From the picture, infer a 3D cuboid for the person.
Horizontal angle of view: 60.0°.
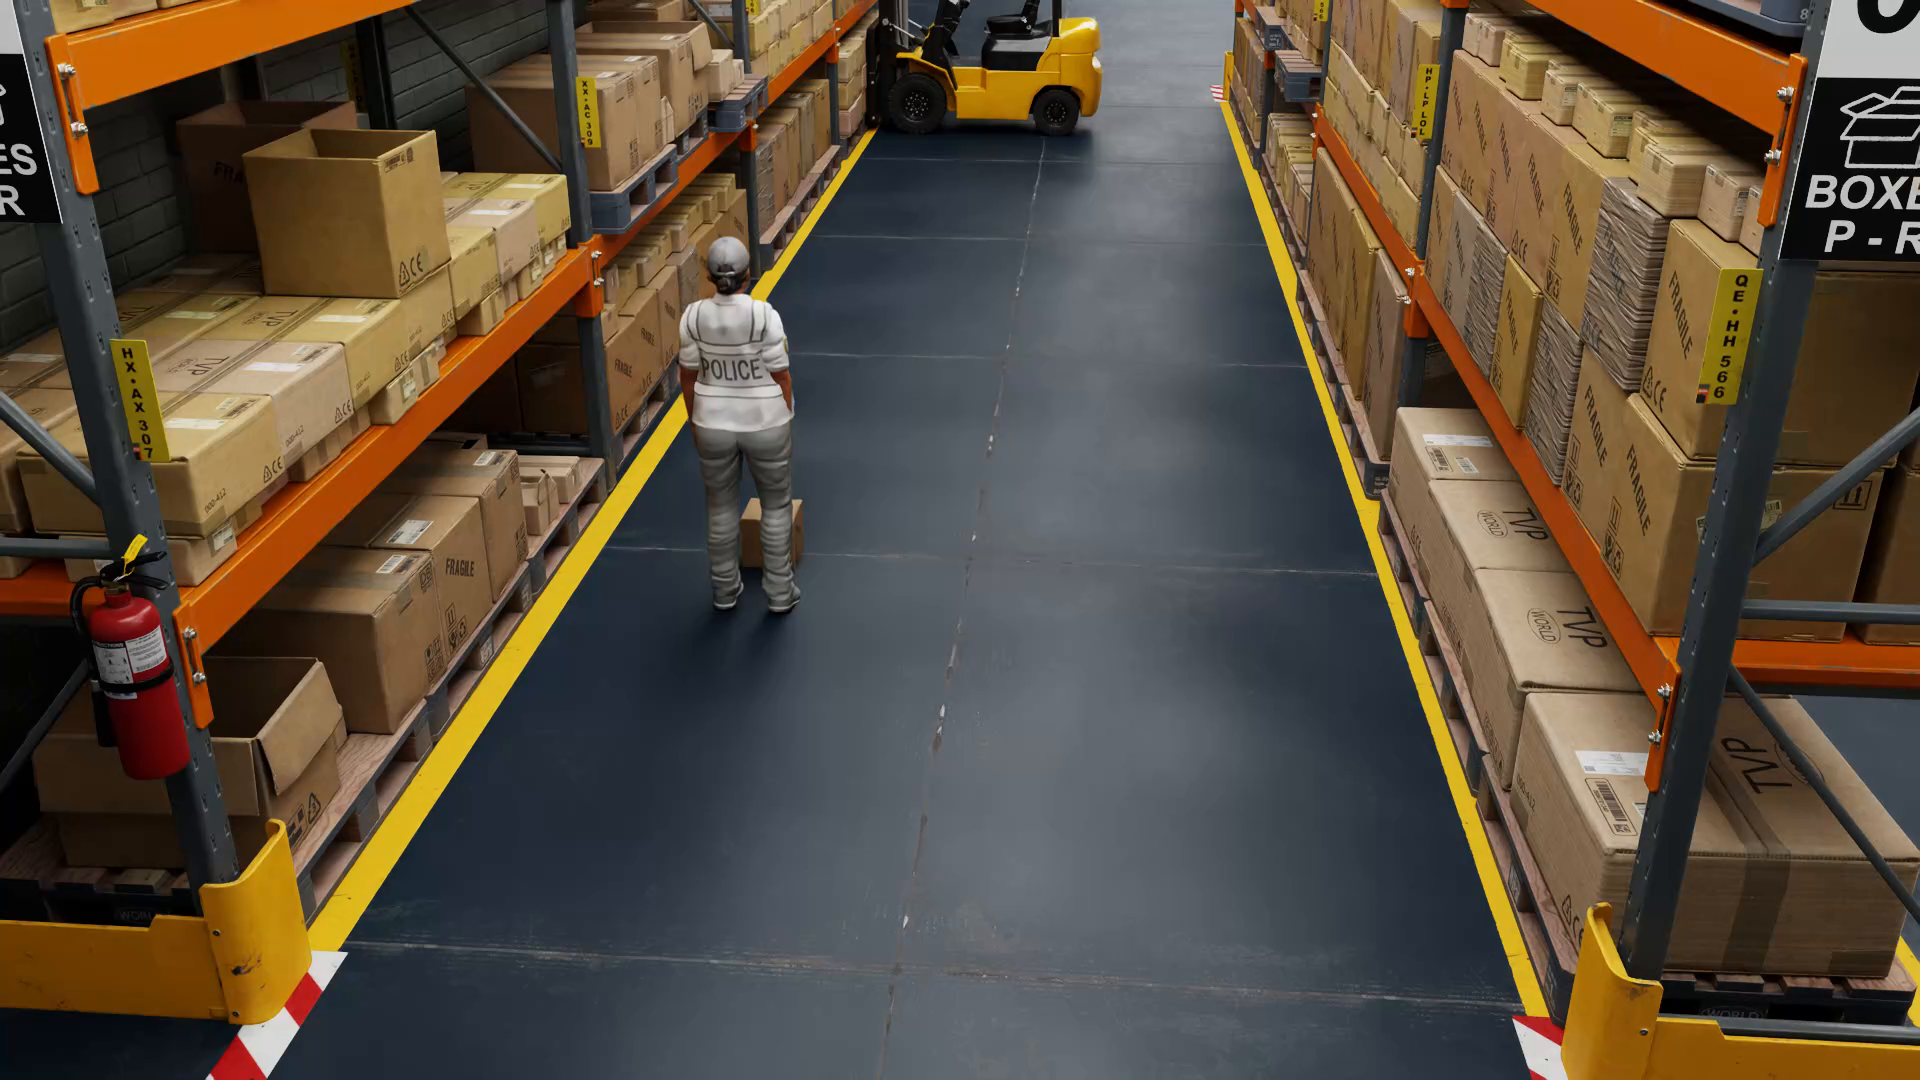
[{"bbox_3d":[-0.945,-0.471,7.148,0.479,1.689,0.390,2,25,5],"label":"person"}]
